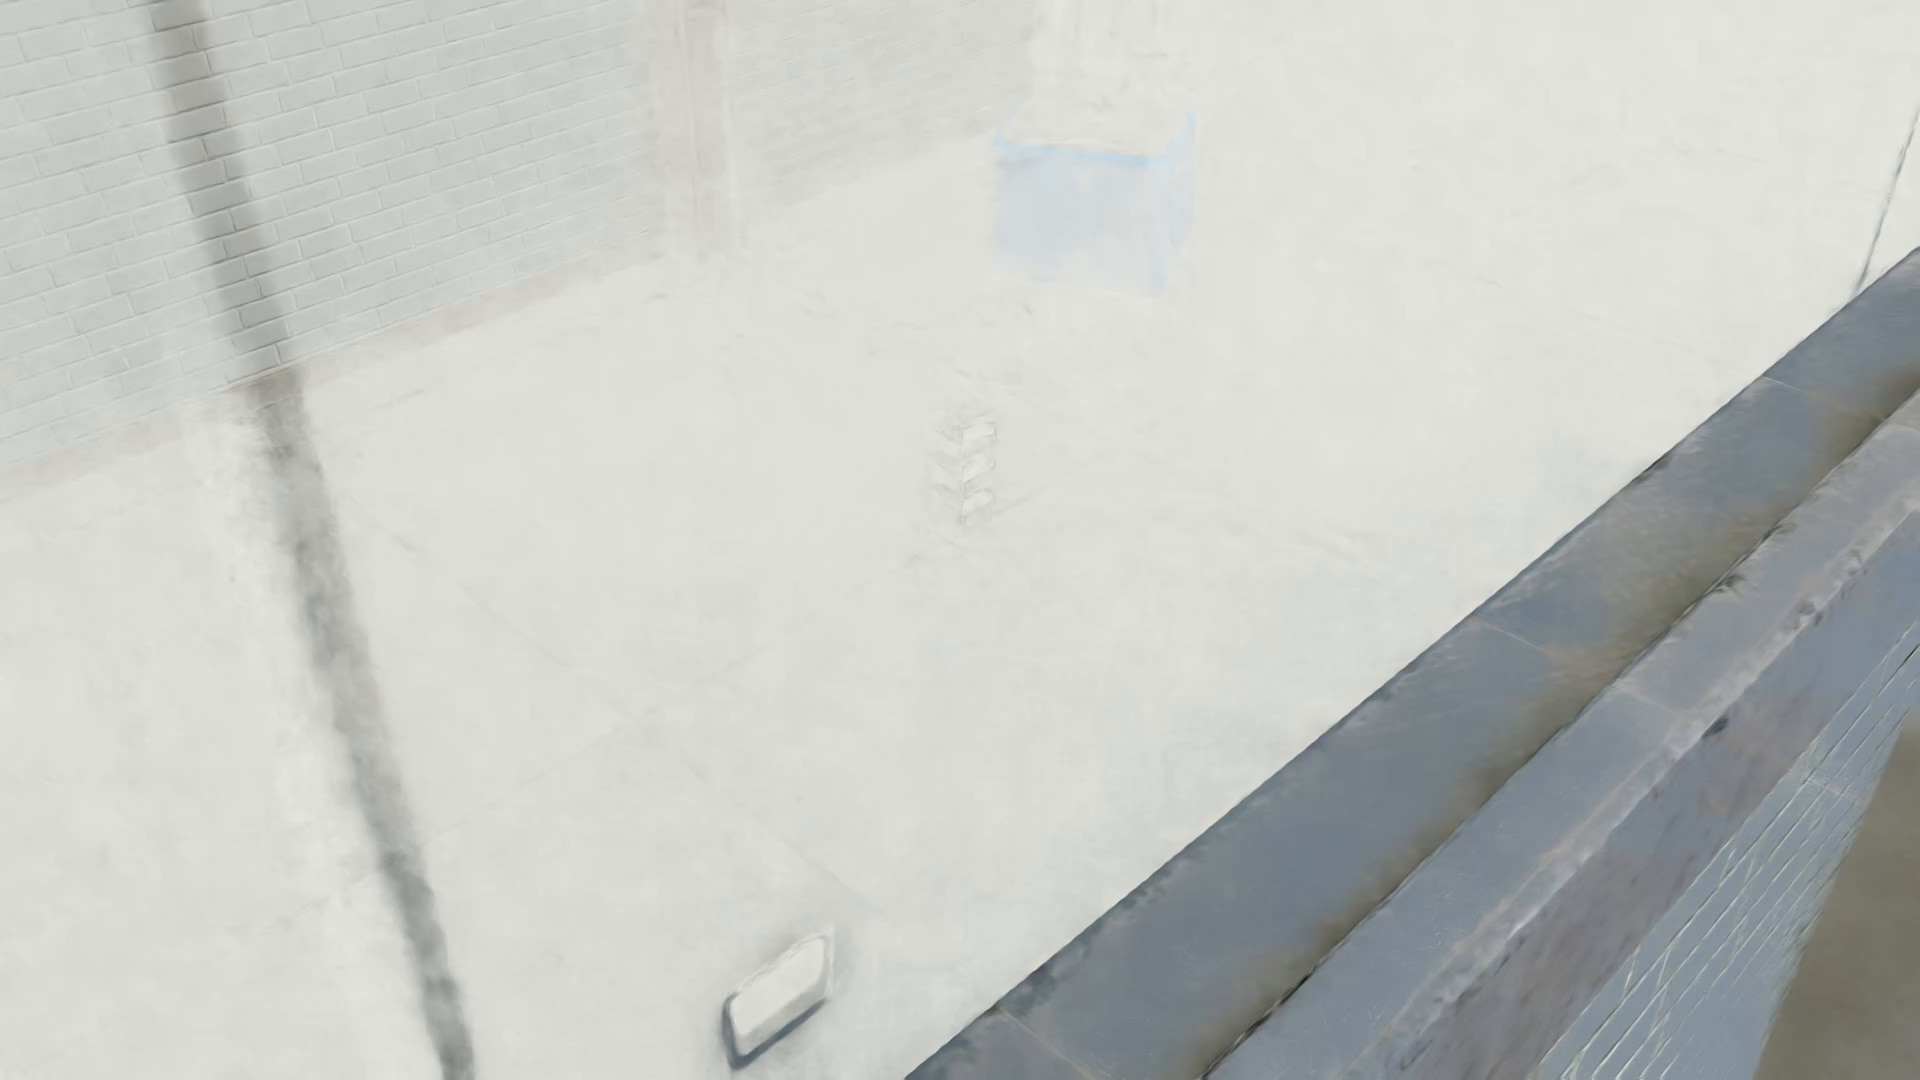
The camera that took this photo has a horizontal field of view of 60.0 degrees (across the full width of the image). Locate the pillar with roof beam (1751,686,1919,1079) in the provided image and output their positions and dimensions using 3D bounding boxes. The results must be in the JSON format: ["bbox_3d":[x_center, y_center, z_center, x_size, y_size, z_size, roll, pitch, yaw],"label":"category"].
[{"bbox_3d":[1.502,-3.778,5.301,9.100,9.000,0.400,30,45,35],"label":"pillar with roof beam"}]
